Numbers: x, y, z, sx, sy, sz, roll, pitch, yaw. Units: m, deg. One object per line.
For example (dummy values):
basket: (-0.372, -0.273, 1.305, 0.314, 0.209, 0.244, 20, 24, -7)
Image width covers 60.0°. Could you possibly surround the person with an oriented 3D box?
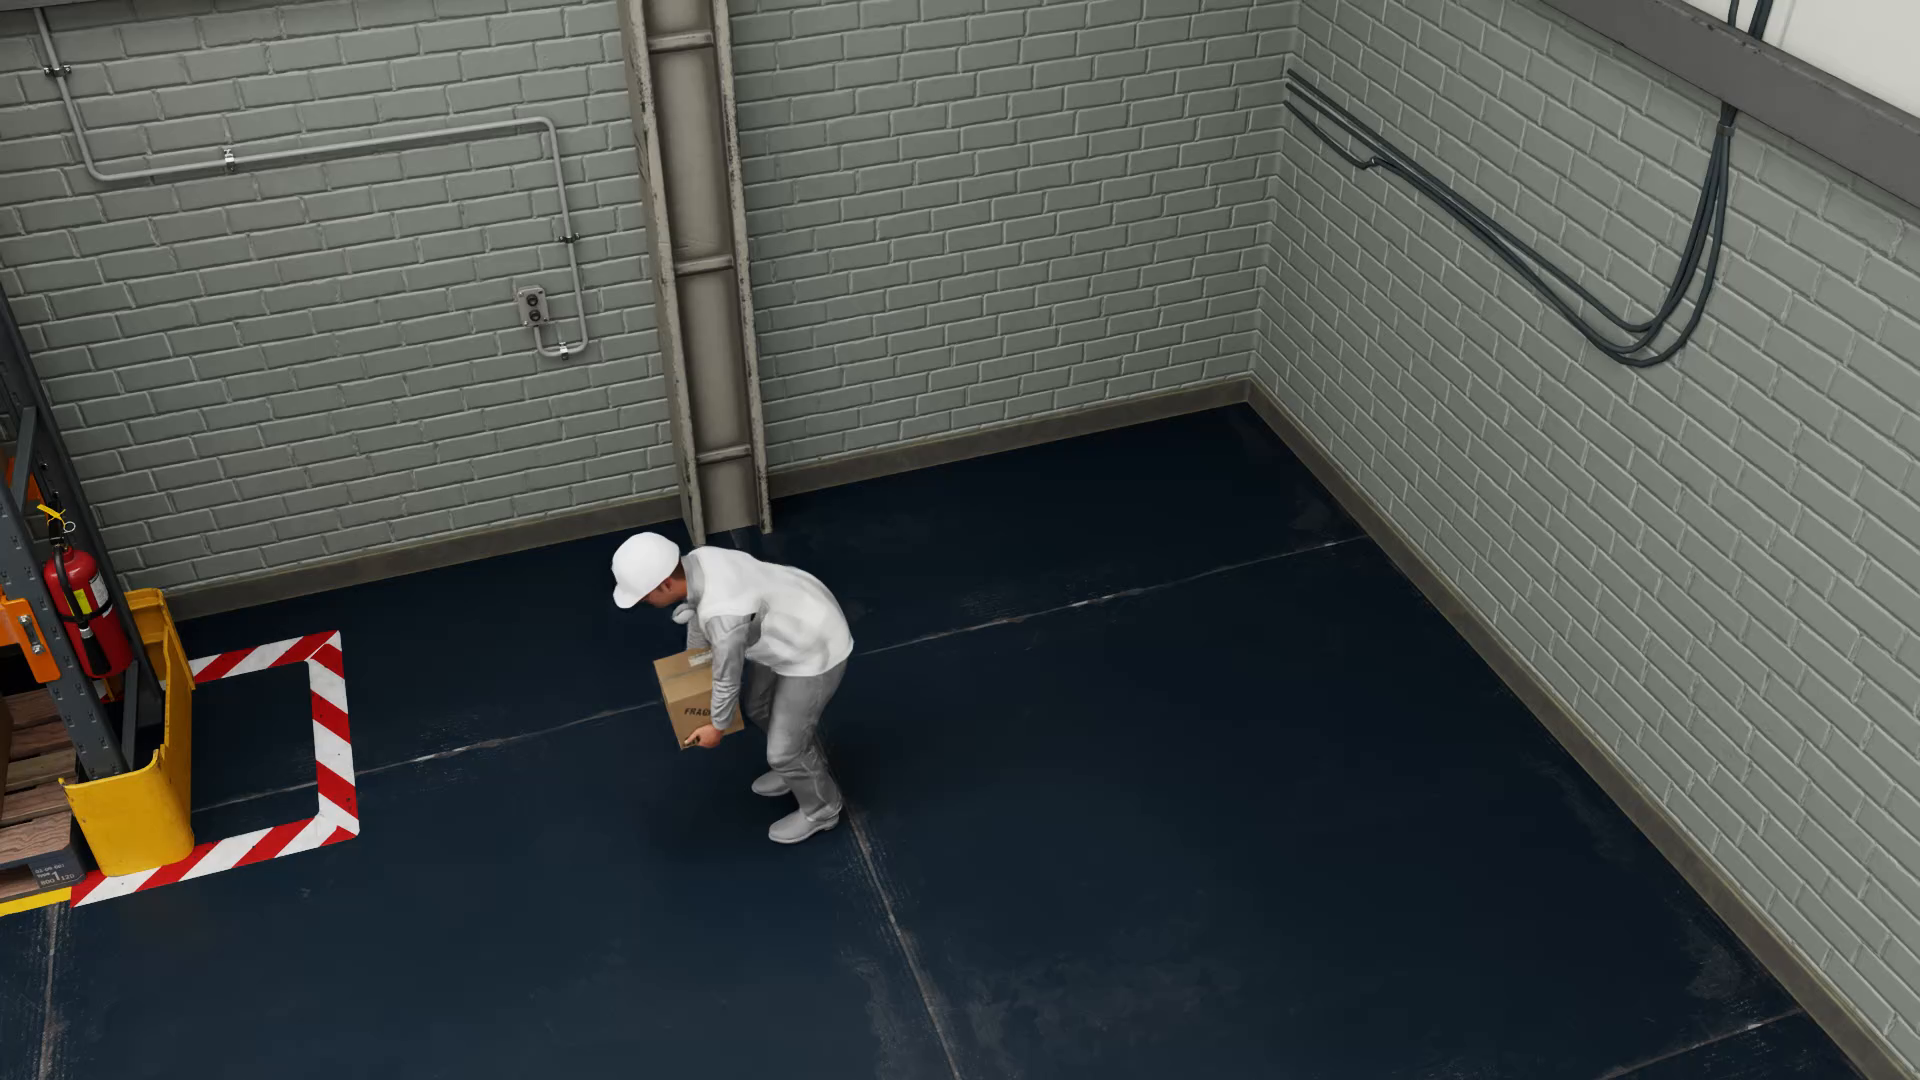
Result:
person: (-0.824, 0.530, 6.279, 0.842, 1.525, 0.472, -13, 39, -17)
